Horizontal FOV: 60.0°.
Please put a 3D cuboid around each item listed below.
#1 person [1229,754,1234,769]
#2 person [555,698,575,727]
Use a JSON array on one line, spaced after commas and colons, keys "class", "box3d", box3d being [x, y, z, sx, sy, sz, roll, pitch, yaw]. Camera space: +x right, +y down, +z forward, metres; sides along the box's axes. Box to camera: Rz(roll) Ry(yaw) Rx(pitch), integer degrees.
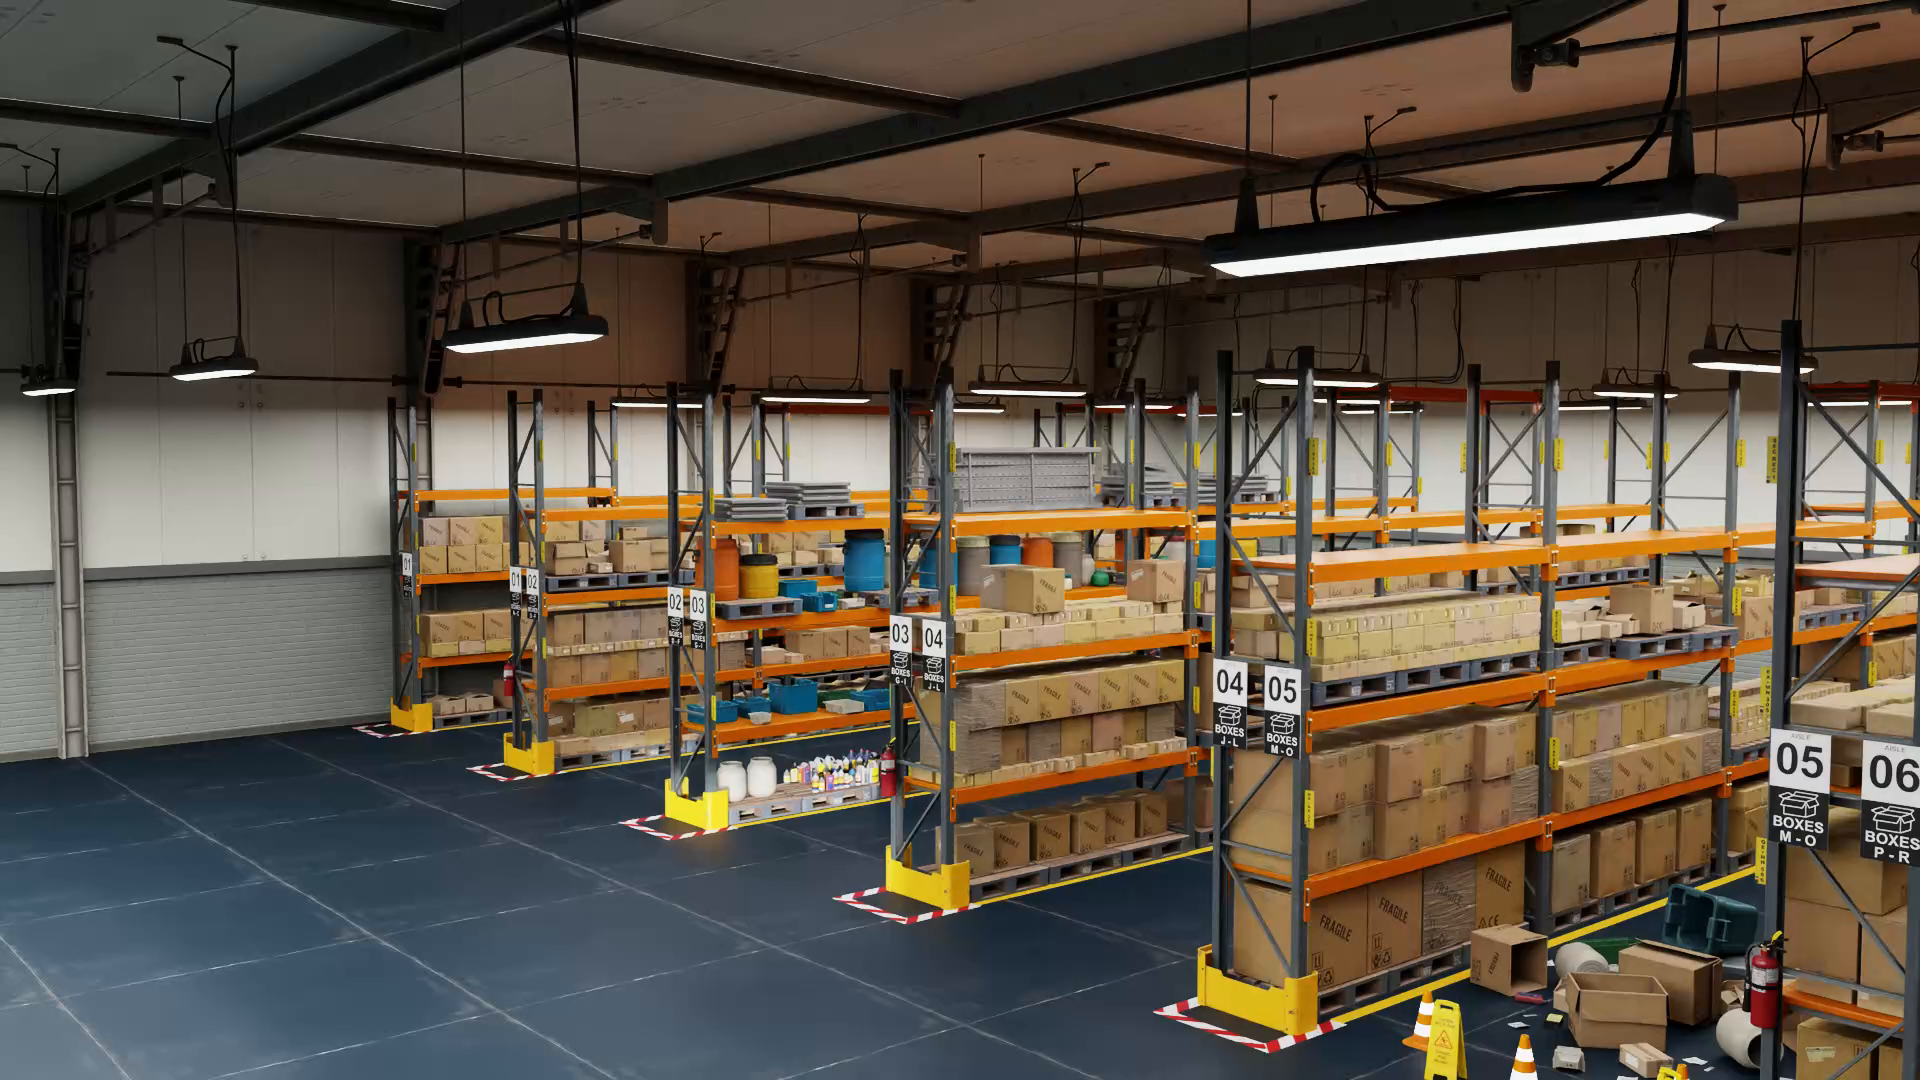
[{"class": "person", "box3d": [4.392, 2.837, 26.162, 0.916, 1.607, 0.728, -2, 4, -35]}, {"class": "person", "box3d": [-6.783, 2.668, 28.707, 0.612, 1.657, 0.684, 2, 4, 28]}]
